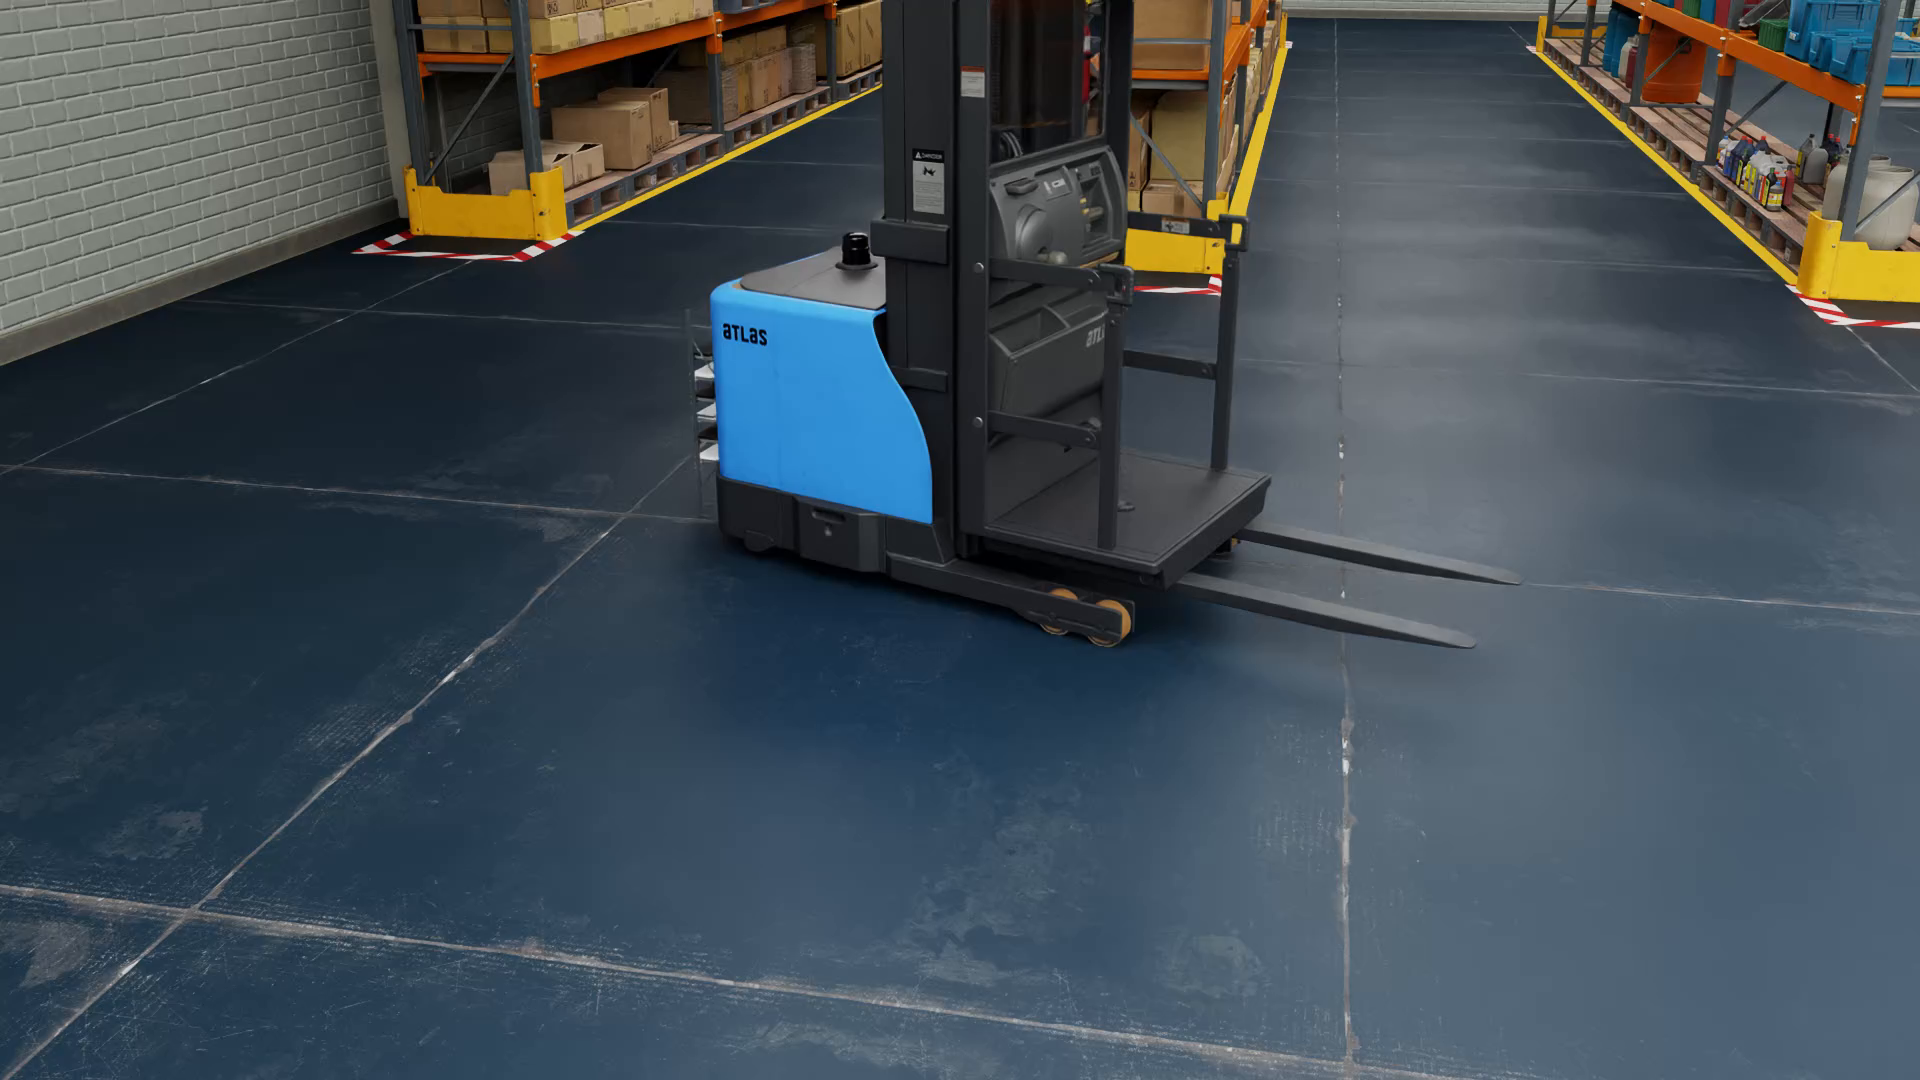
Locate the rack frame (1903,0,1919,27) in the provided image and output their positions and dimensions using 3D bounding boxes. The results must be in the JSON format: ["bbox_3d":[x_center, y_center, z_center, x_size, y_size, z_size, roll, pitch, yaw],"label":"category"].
[{"bbox_3d":[14.218,-8.414,23.731,1.000,3.000,0.127,4,22,11],"label":"rack frame"}]

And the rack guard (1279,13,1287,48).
[{"bbox_3d":[4.505,-7.984,26.007,1.175,0.500,0.348,4,22,11],"label":"rack guard"}]

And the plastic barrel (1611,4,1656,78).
[{"bbox_3d":[8.280,-6.094,20.216,0.600,0.901,0.708,4,22,11],"label":"plastic barrel"}]

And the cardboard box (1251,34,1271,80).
[{"bbox_3d":[3.469,-5.809,20.020,0.500,0.500,0.500,4,22,10],"label":"cardboard box"}]

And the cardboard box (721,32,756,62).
[{"bbox_3d":[-2.455,-5.173,17.437,0.500,0.250,0.500,4,22,9],"label":"cardboard box"}]

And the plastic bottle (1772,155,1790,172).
[{"bbox_3d":[6.374,-2.854,12.981,0.152,0.276,0.135,4,22,11],"label":"plastic bottle"}]

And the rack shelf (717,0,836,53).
[{"bbox_3d":[-2.370,-5.556,17.597,1.077,0.370,4.000,4,22,11],"label":"rack shelf"}]

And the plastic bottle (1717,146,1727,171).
[{"bbox_3d":[6.405,-3.189,13.913,0.097,0.201,0.097,0,22,0],"label":"plastic bottle"}]

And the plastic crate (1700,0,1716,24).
[{"bbox_3d":[6.841,-4.823,14.835,0.392,0.384,0.575,4,22,11],"label":"plastic crate"}]

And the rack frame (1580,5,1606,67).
[{"bbox_3d":[8.553,-7.329,21.036,1.000,3.000,0.127,4,22,11],"label":"rack frame"}]

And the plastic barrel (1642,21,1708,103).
[{"bbox_3d":[7.820,-5.234,18.178,0.600,0.830,0.708,4,22,11],"label":"plastic barrel"}]

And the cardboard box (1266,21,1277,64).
[{"bbox_3d":[3.884,-6.550,21.860,0.500,0.500,0.500,4,22,11],"label":"cardboard box"}]

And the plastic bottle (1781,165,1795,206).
[{"bbox_3d":[6.232,-2.672,12.519,0.061,0.283,0.133,4,22,11],"label":"plastic bottle"}]

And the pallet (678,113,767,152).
[{"bbox_3d":[-2.621,-4.150,16.875,1.003,0.211,1.213,4,22,11],"label":"pallet"}]

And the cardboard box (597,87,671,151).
[{"bbox_3d":[-2.951,-3.820,15.081,0.500,0.500,0.500,3,22,7],"label":"cardboard box"}]

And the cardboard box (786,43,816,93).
[{"bbox_3d":[-2.058,-5.399,19.000,0.700,0.500,0.500,5,22,12],"label":"cardboard box"}]

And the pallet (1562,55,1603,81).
[{"bbox_3d":[8.665,-6.307,22.232,1.003,0.211,1.213,4,22,11],"label":"pallet"}]

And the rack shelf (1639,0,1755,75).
[{"bbox_3d":[7.328,-4.801,15.722,1.077,0.370,4.000,4,22,11],"label":"rack shelf"}]

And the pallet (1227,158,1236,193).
[{"bbox_3d":[1.869,-3.201,14.519,1.003,0.211,1.213,4,22,11],"label":"pallet"}]

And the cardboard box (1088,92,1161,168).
[{"bbox_3d":[1.263,-3.172,12.829,0.500,0.500,0.500,4,22,11],"label":"cardboard box"}]

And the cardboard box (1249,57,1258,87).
[{"bbox_3d":[2.817,-4.839,17.222,0.500,0.311,0.500,4,22,11],"label":"cardboard box"}]

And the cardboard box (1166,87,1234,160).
[{"bbox_3d":[1.892,-3.314,13.182,0.500,0.500,0.500,4,22,11],"label":"cardboard box"}]

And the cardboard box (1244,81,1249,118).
[{"bbox_3d":[2.400,-4.094,15.371,0.500,0.311,0.500,5,22,11],"label":"cardboard box"}]

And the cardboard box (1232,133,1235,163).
[{"bbox_3d":[2.080,-3.333,14.233,0.500,0.250,0.500,4,22,11],"label":"cardboard box"}]

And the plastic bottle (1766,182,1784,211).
[{"bbox_3d":[6.050,-2.551,12.330,0.097,0.201,0.097,0,22,0],"label":"plastic bottle"}]

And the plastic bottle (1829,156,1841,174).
[{"bbox_3d":[6.825,-2.850,12.963,0.061,0.283,0.133,4,22,11],"label":"plastic bottle"}]

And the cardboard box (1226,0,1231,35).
[{"bbox_3d":[1.886,-4.472,13.809,0.700,0.500,0.500,4,22,10],"label":"cardboard box"}]

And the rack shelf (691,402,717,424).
[{"bbox_3d":[-0.968,-0.510,7.003,0.258,0.077,0.200,9,23,20],"label":"rack shelf"}]

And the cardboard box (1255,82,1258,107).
[{"bbox_3d":[2.918,-4.765,17.787,0.500,0.250,0.500,4,22,10],"label":"cardboard box"}]

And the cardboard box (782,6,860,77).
[{"bbox_3d":[-1.684,-6.078,20.245,0.750,0.750,0.750,4,22,10],"label":"cardboard box"}]

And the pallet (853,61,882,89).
[{"bbox_3d":[-1.476,-6.055,21.606,1.003,0.211,1.213,4,22,11],"label":"pallet"}]

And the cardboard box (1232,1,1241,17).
[{"bbox_3d":[2.453,-4.974,15.525,0.380,0.149,0.250,4,22,11],"label":"cardboard box"}]

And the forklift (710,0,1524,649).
[{"bbox_3d":[0.543,-1.205,5.921,3.031,2.935,1.130,13,25,29],"label":"forklift"}]

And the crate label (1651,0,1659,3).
[{"bbox_3d":[7.284,-5.663,17.123,0.303,0.233,0.416,4,22,11],"label":"crate label"}]

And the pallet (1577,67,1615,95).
[{"bbox_3d":[8.354,-5.757,20.864,1.003,0.211,1.213,4,22,11],"label":"pallet"}]

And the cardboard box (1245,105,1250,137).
[{"bbox_3d":[2.502,-4.017,15.931,0.500,0.250,0.500,5,22,12],"label":"cardboard box"}]

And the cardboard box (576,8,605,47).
[{"bbox_3d":[-3.092,-3.981,12.896,0.500,0.250,0.500,4,22,9],"label":"cardboard box"}]

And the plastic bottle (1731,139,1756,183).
[{"bbox_3d":[6.311,-3.046,13.358,0.144,0.351,0.185,4,22,9],"label":"plastic bottle"}]

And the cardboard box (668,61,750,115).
[{"bbox_3d":[-2.588,-4.666,17.182,0.700,0.500,0.500,4,22,10],"label":"cardboard box"}]

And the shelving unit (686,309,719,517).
[{"bbox_3d":[-0.968,-0.540,6.991,0.258,0.900,0.210,9,23,20],"label":"shelving unit"}]

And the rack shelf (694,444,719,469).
[{"bbox_3d":[-0.968,-0.343,7.071,0.258,0.077,0.200,9,23,20],"label":"rack shelf"}]

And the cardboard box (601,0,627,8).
[{"bbox_3d":[-2.981,-4.503,13.190,0.500,0.500,0.500,4,22,9],"label":"cardboard box"}]

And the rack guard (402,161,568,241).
[{"bbox_3d":[-3.579,-2.564,12.550,1.175,0.500,0.348,4,22,11],"label":"rack guard"}]

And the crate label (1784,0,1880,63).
[{"bbox_3d":[6.215,-3.650,11.855,0.502,0.435,0.616,4,22,11],"label":"crate label"}]

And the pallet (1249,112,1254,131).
[{"bbox_3d":[2.682,-4.653,18.126,1.003,0.211,1.213,4,22,11],"label":"pallet"}]

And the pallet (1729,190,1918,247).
[{"bbox_3d":[6.496,-2.420,12.579,1.003,0.211,1.213,4,22,11],"label":"pallet"}]

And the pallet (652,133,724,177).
[{"bbox_3d":[-2.881,-3.617,15.551,1.003,0.211,1.213,4,22,11],"label":"pallet"}]

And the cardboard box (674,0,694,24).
[{"bbox_3d":[-2.688,-4.720,14.733,0.500,0.250,0.500,5,22,11],"label":"cardboard box"}]

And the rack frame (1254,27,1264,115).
[{"bbox_3d":[2.888,-6.245,18.345,1.000,3.000,0.127,4,22,11],"label":"rack frame"}]

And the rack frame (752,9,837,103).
[{"bbox_3d":[-1.962,-6.621,19.279,1.000,3.000,0.127,4,22,11],"label":"rack frame"}]

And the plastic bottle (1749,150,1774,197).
[{"bbox_3d":[6.186,-2.822,12.803,0.144,0.351,0.185,5,23,13],"label":"plastic bottle"}]

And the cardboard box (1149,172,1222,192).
[{"bbox_3d":[1.681,-2.601,12.415,0.500,0.250,0.500,4,22,11],"label":"cardboard box"}]
